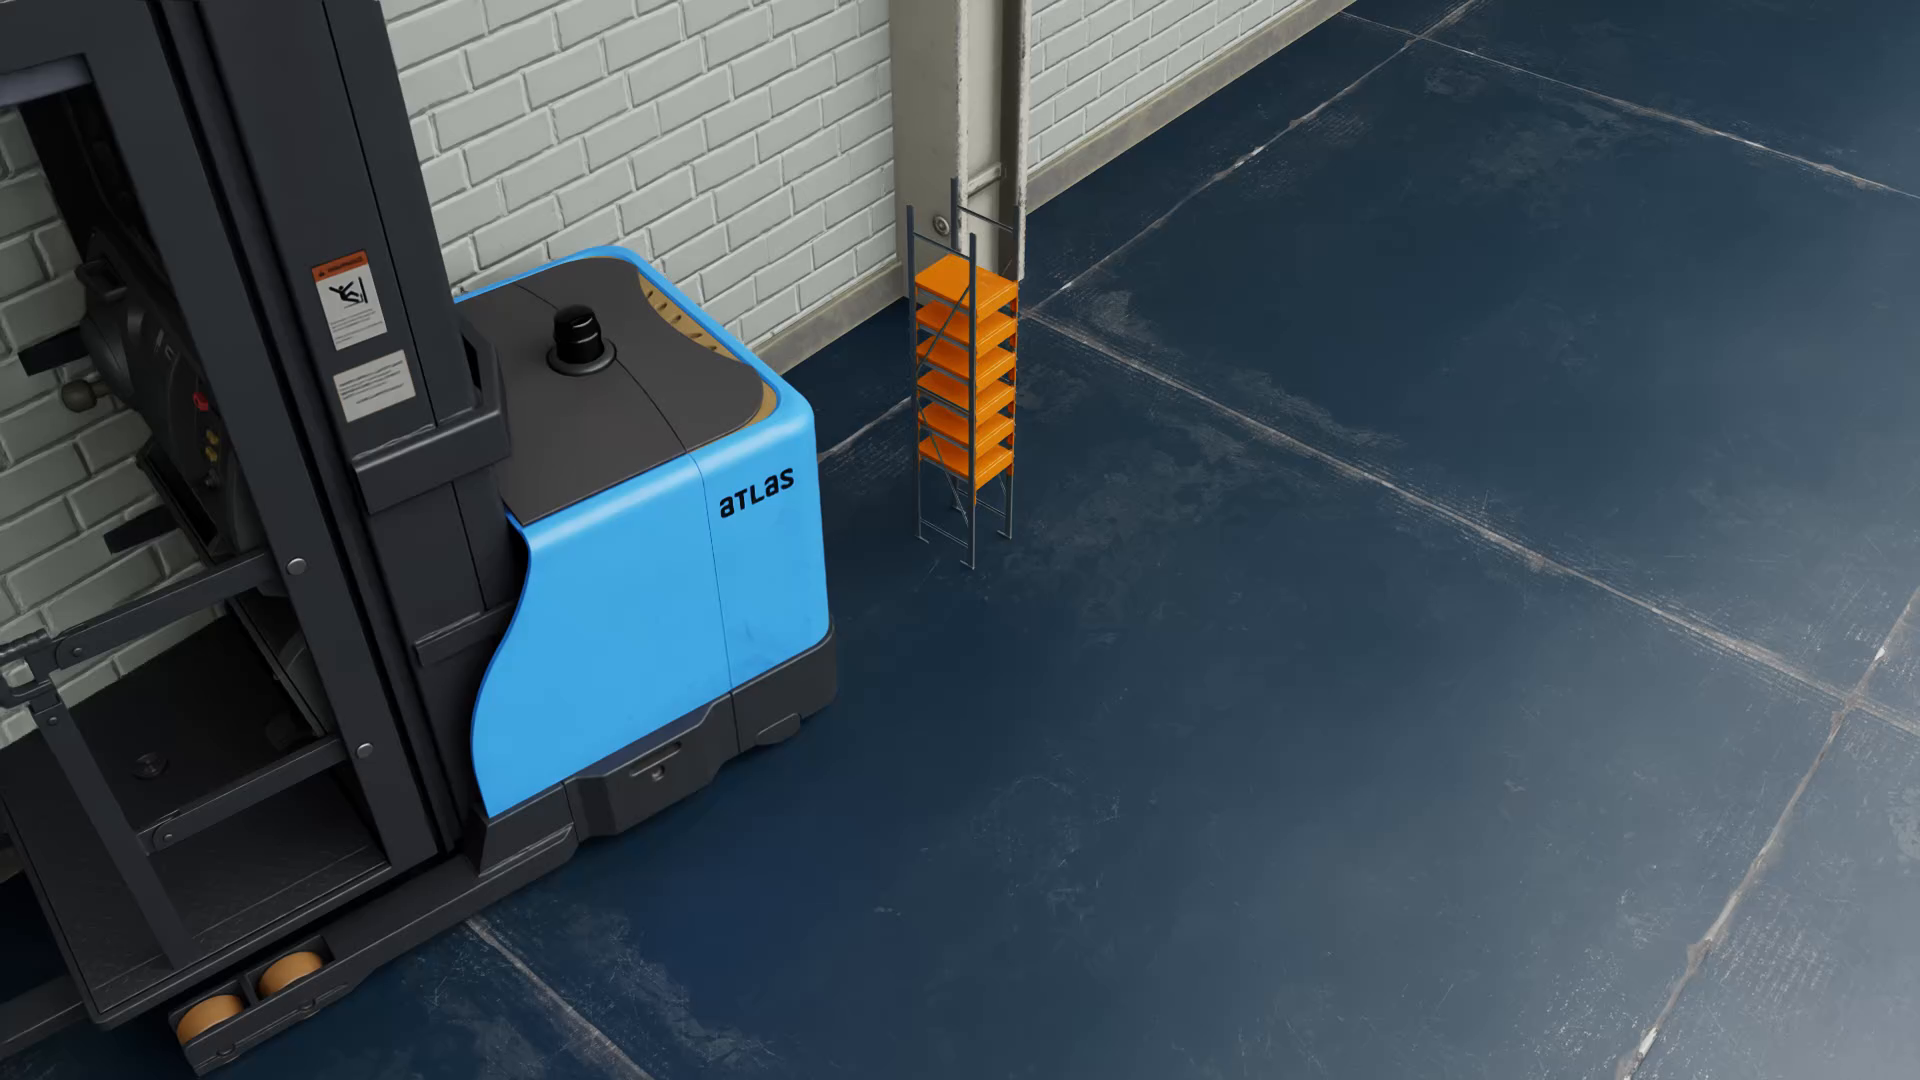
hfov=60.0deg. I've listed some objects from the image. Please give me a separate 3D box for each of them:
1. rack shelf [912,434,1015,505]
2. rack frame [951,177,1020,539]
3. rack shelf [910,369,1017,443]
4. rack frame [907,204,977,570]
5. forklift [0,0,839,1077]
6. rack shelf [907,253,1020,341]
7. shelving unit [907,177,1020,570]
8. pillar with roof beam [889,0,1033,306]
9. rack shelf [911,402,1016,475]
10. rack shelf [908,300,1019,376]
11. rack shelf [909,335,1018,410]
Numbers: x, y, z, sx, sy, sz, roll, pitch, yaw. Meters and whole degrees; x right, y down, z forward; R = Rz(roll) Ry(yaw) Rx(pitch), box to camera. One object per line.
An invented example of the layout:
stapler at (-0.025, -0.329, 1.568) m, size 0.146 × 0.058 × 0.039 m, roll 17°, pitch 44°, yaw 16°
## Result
rack shelf at (0.009, -0.241, 5.046) m, size 0.258 × 0.103 × 0.180 m, roll 29°, pitch 50°, yaw 28°
rack frame at (0.068, -0.498, 4.906) m, size 0.240 × 1.200 × 0.006 m, roll 29°, pitch 50°, yaw 28°
rack shelf at (0.009, -0.419, 4.884) m, size 0.258 × 0.103 × 0.180 m, roll 29°, pitch 50°, yaw 28°
rack frame at (-0.050, -0.404, 4.803) m, size 0.240 × 1.200 × 0.006 m, roll 29°, pitch 50°, yaw 28°
forklift at (-1.816, -0.260, 3.358) m, size 3.031 × 2.935 × 1.130 m, roll -28°, pitch 49°, yaw -27°
rack shelf at (0.009, -0.685, 4.642) m, size 0.258 × 0.103 × 0.180 m, roll 29°, pitch 50°, yaw 28°
shelving unit at (0.009, -0.451, 4.855) m, size 0.258 × 1.200 × 0.189 m, roll 29°, pitch 50°, yaw 28°
pillar with roof beam at (3.299, -2.438, 1.242) m, size 9.100 × 9.000 × 0.400 m, roll 29°, pitch 50°, yaw 28°
rack shelf at (0.009, -0.330, 4.965) m, size 0.258 × 0.103 × 0.180 m, roll 29°, pitch 50°, yaw 28°
rack shelf at (0.009, -0.596, 4.723) m, size 0.258 × 0.103 × 0.180 m, roll 29°, pitch 50°, yaw 28°
rack shelf at (0.009, -0.507, 4.804) m, size 0.258 × 0.103 × 0.180 m, roll 29°, pitch 50°, yaw 28°
